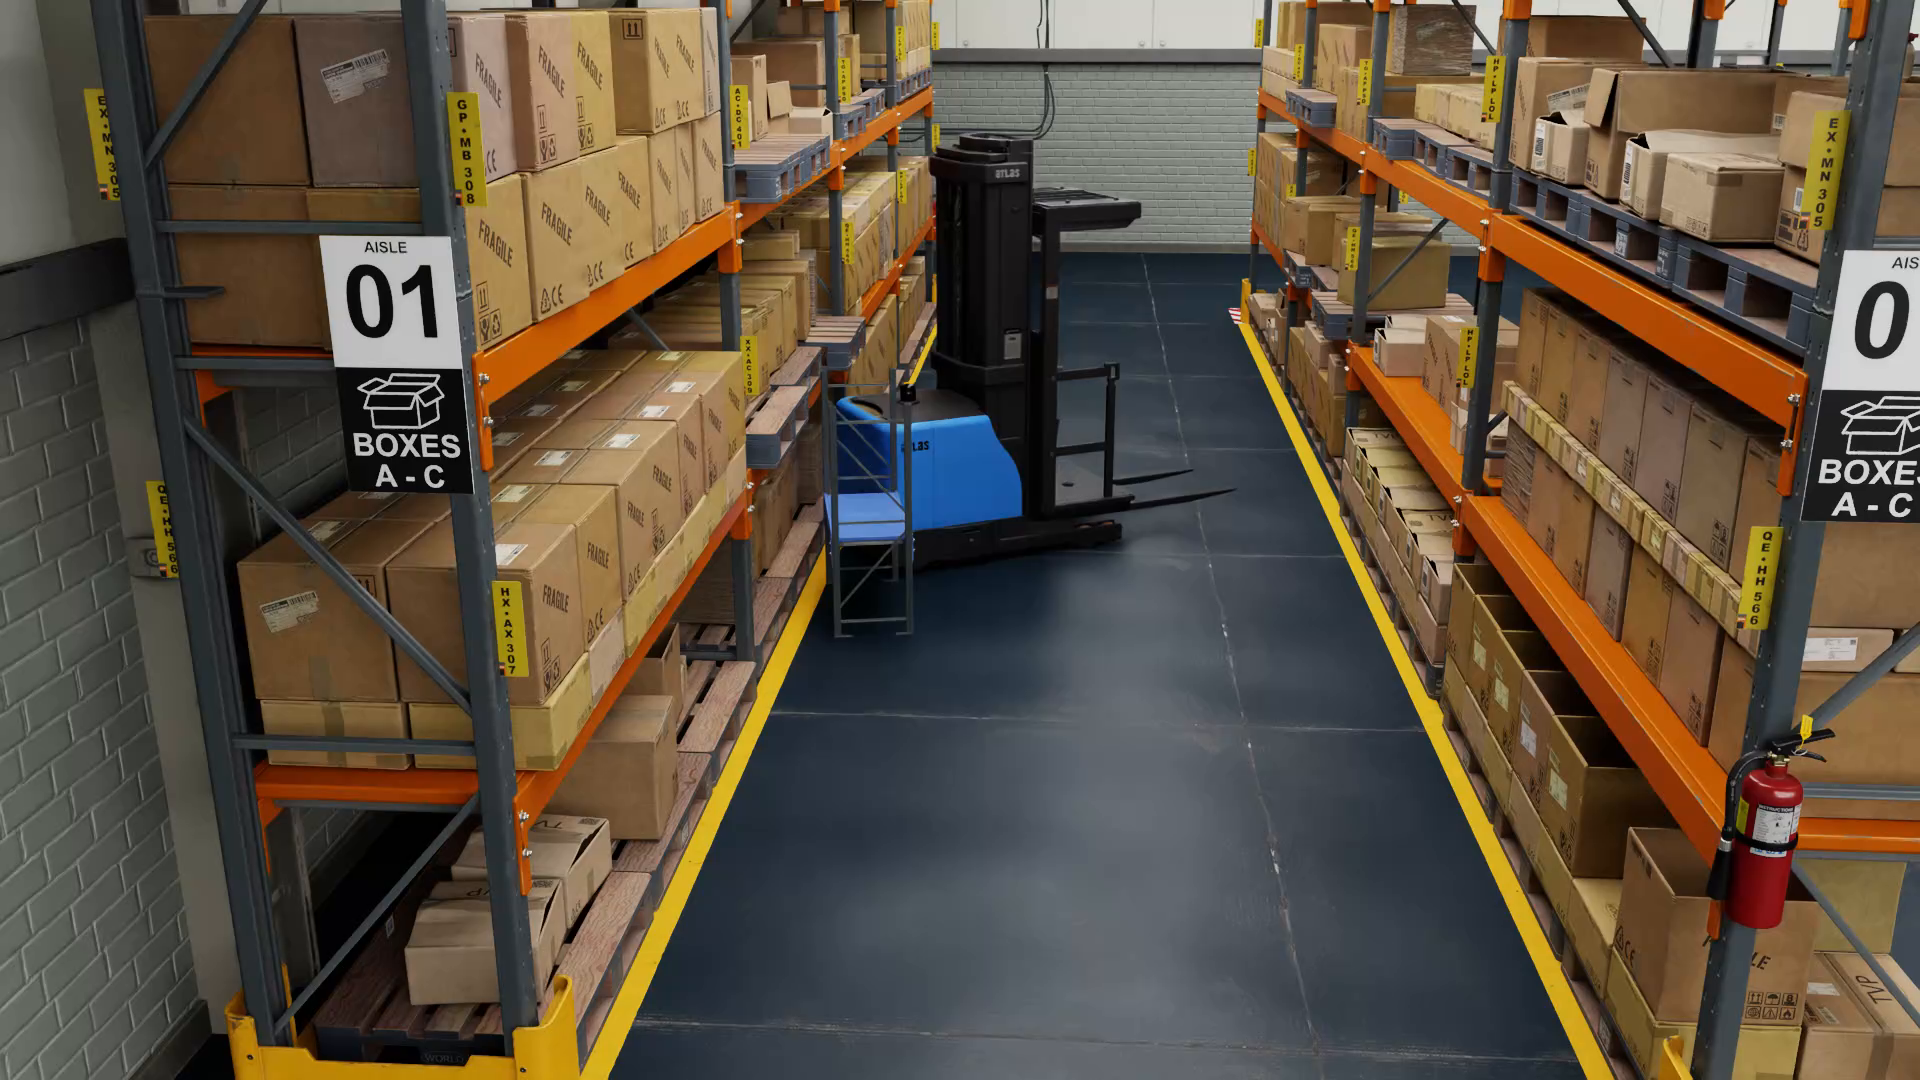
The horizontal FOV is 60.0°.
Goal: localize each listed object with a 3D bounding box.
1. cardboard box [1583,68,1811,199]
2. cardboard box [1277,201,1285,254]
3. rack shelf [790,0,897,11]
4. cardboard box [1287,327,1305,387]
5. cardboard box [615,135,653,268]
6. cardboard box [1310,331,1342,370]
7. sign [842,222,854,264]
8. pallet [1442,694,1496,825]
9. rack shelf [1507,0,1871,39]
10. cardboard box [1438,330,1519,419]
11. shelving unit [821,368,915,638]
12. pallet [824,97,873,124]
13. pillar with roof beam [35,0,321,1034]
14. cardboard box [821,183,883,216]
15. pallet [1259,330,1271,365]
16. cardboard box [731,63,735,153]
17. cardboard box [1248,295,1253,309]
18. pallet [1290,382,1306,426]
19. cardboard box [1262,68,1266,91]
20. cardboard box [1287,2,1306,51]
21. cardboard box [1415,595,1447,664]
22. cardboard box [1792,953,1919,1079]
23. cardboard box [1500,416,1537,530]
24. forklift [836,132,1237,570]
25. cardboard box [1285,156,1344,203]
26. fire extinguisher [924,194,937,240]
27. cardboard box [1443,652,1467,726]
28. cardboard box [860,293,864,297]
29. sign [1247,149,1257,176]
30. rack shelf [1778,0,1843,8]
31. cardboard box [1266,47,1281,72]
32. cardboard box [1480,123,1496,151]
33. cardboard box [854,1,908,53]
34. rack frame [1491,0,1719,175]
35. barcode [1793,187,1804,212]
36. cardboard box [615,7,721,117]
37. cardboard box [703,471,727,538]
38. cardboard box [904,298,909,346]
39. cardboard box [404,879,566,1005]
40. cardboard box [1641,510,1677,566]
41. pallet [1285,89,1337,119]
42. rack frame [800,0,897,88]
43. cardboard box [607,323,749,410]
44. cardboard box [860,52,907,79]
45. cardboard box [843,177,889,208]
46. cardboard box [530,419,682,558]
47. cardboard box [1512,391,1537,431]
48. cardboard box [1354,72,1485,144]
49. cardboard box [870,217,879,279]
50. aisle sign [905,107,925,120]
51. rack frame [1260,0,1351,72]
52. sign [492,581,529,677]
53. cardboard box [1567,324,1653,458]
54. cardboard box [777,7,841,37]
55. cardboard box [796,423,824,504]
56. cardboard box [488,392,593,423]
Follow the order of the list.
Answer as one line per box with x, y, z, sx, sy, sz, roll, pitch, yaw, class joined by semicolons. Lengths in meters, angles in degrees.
2.996;-1.679;6.846;0.797;0.503;0.637;3;18;10;cardboard box
3.629;-3.300;17.516;0.500;0.500;0.500;2;18;5;cardboard box
-1.271;-4.739;14.230;1.077;0.370;4.000;1;18;4;rack shelf
3.535;-1.808;16.431;0.500;0.500;0.500;0;18;1;cardboard box
-1.591;-1.389;6.834;0.500;0.500;0.500;2;18;7;cardboard box
3.428;-1.698;14.890;0.500;0.250;0.500;1;18;3;cardboard box
-0.873;-2.302;12.898;0.100;0.325;0.005;1;18;4;sign
3.141;1.124;8.652;1.003;0.211;1.213;1;18;4;pallet
3.096;-2.144;6.313;1.077;0.370;4.000;1;18;4;rack shelf
3.385;-1.052;10.654;0.500;0.500;0.500;1;18;4;cardboard box
-0.612;-0.263;10.818;0.538;1.500;1.048;-2;18;-7;shelving unit
-1.344;-3.683;14.331;1.003;0.211;1.213;2;18;6;pallet
1.493;-2.305;5.007;9.100;9.000;0.400;1;18;4;pillar with roof beam
-0.989;-3.128;15.276;0.500;0.250;0.500;2;18;5;cardboard box
3.948;-2.199;18.796;1.003;0.211;1.213;1;18;4;pallet
-1.583;-2.397;9.268;0.500;0.500;0.500;4;19;12;cardboard box
3.727;-2.906;20.345;0.380;0.149;0.250;1;18;4;cardboard box
3.792;-1.353;16.212;1.003;0.211;1.213;1;18;4;pallet
3.809;-5.374;19.430;0.500;0.250;0.500;1;18;4;cardboard box
3.901;-5.498;17.800;0.700;0.500;0.500;1;18;4;cardboard box
2.980;0.525;9.745;0.500;0.250;0.500;1;18;3;cardboard box
3.213;1.741;6.034;0.500;0.250;0.500;1;18;4;cardboard box
3.214;-0.356;8.532;0.700;0.500;0.500;1;18;2;cardboard box
0.641;-1.475;12.217;3.031;2.935;1.130;-8;20;-24;forklift
3.591;-3.617;16.877;0.500;0.500;0.500;1;18;4;cardboard box
-0.370;-4.106;20.859;0.296;0.674;0.183;1;18;4;fire extinguisher
2.904;0.798;8.913;0.500;0.250;0.500;1;18;4;cardboard box
-1.061;-2.262;14.881;0.380;0.149;0.250;1;18;4;cardboard box
3.559;-4.597;20.245;0.100;0.325;0.005;1;18;4;sign
8.897;-5.760;17.347;1.077;0.370;4.000;1;18;4;rack shelf
3.760;-5.456;18.879;0.500;0.250;0.500;1;18;4;cardboard box
3.330;-2.362;9.564;0.500;0.250;0.500;0;18;-1;cardboard box
-0.797;-5.213;16.901;0.500;0.500;0.500;1;18;3;cardboard box
3.240;-3.298;8.035;1.000;3.000;0.127;1;18;4;rack frame
2.493;-1.010;4.939;0.001;0.075;0.075;1;18;4;barcode
-1.467;-2.352;8.168;0.500;0.500;0.500;0;18;-1;cardboard box
-1.477;-0.186;8.382;0.500;0.250;0.500;1;18;4;cardboard box
-0.933;-2.438;18.387;0.700;0.500;0.500;1;18;3;cardboard box
-1.849;1.542;6.511;0.500;0.311;0.500;-1;18;-2;cardboard box
2.864;-0.003;6.414;0.380;0.149;0.250;2;18;6;cardboard box
3.696;-4.066;15.501;1.213;0.211;1.003;1;18;4;pallet
-1.128;-5.892;15.952;1.000;3.000;0.127;1;18;4;rack frame
-1.631;-0.970;9.699;0.700;0.500;0.500;1;18;4;cardboard box
-0.816;-4.851;16.998;0.500;0.250;0.500;1;18;4;cardboard box
-0.953;-3.286;15.760;0.500;0.250;0.500;2;18;5;cardboard box
-1.541;-0.224;7.294;0.500;0.500;0.500;2;18;6;cardboard box
3.009;-0.645;8.373;0.380;0.149;0.250;2;18;5;cardboard box
3.524;-3.298;12.694;0.910;0.500;0.500;1;18;4;cardboard box
-1.012;-2.620;14.932;0.500;0.500;0.500;2;18;5;cardboard box
-0.537;-5.534;20.320;0.394;0.787;0.004;1;18;4;aisle sign
4.100;-7.024;19.409;1.000;3.000;0.127;1;18;4;rack frame
-1.447;0.287;5.340;0.100;0.325;0.005;1;18;4;sign
3.143;-0.660;7.377;0.700;0.500;0.500;1;18;4;cardboard box
-1.347;-4.637;14.868;0.500;0.250;0.500;1;18;2;cardboard box
-1.414;-0.595;12.729;0.700;0.500;0.500;2;18;5;cardboard box
-2.026;-0.394;7.813;0.500;0.500;0.500;2;18;5;cardboard box
